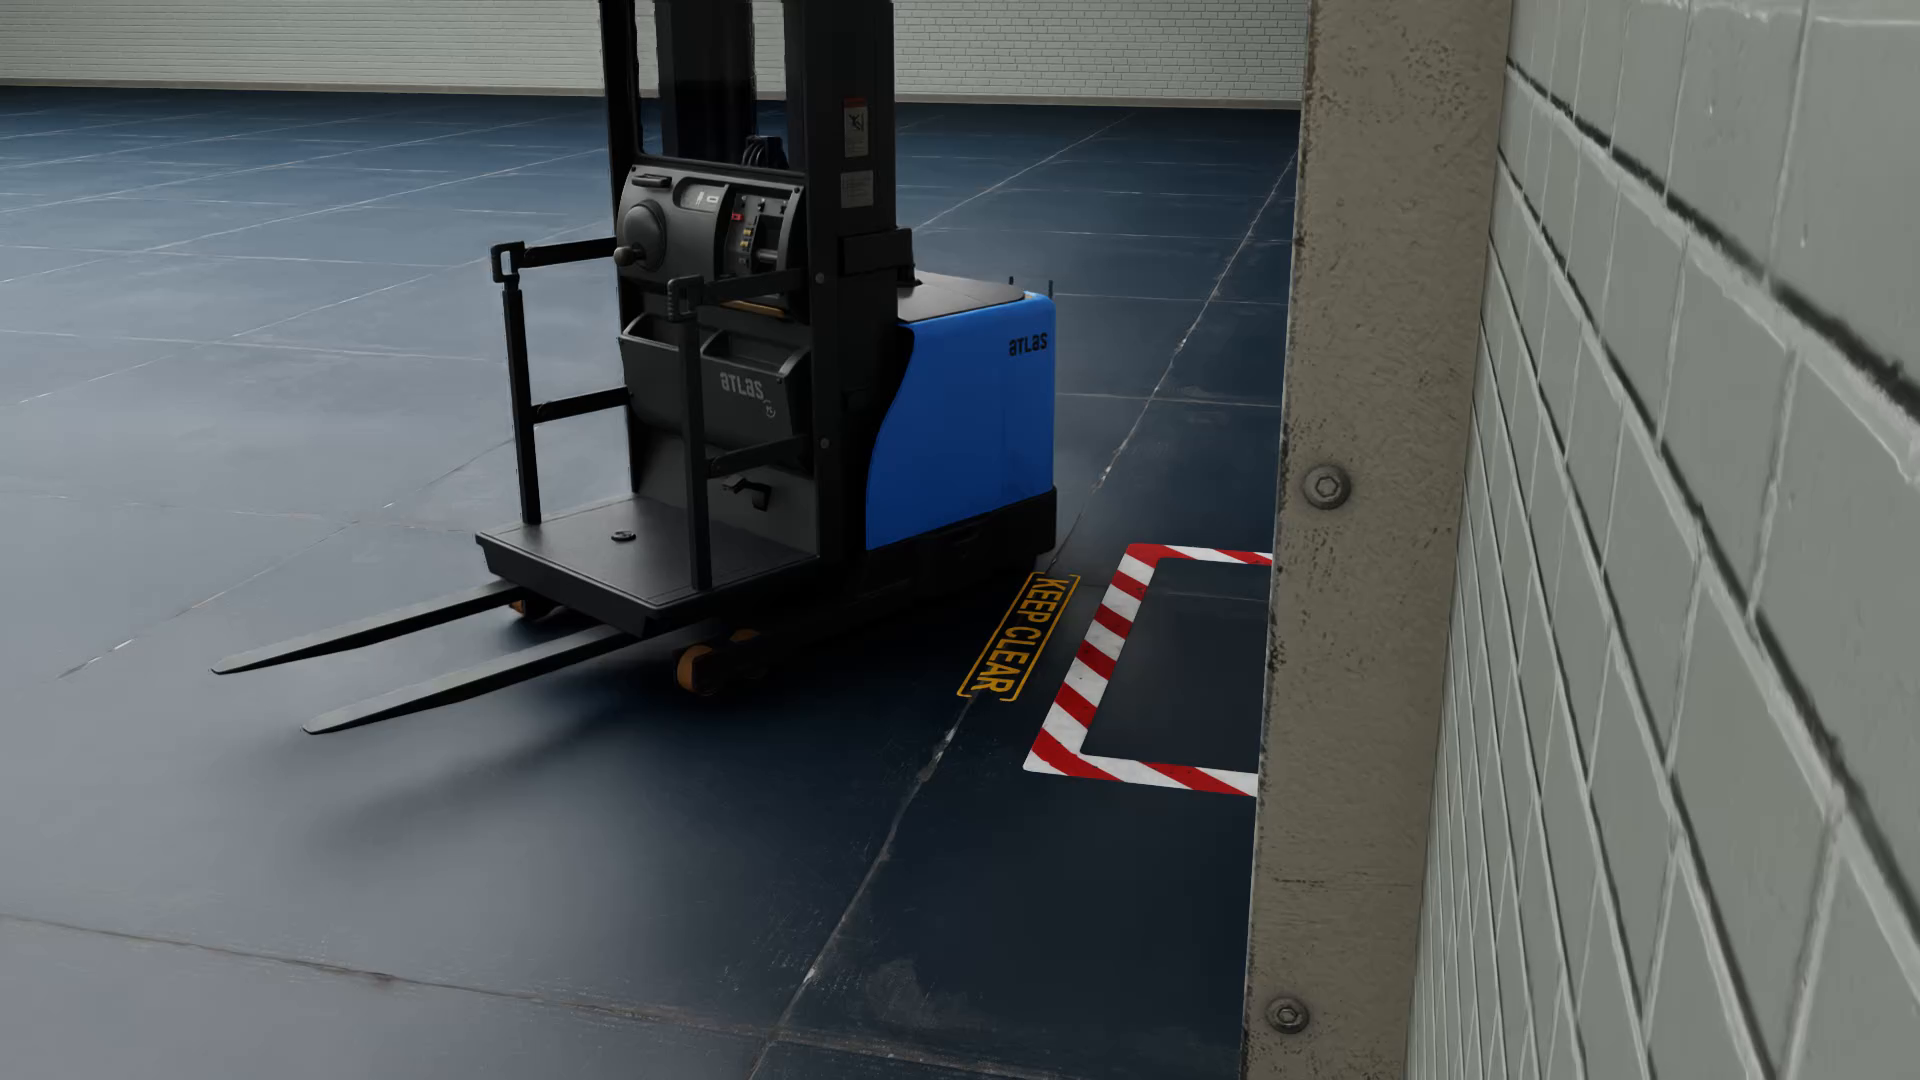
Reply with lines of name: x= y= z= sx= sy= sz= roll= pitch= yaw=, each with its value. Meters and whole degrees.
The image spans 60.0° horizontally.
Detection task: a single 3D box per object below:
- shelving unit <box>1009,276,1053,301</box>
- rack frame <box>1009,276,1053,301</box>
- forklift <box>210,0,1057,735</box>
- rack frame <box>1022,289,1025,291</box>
shelving unit: x=0.228 y=-0.540 z=6.868 sx=0.215 sy=1.050 sz=0.252 roll=11 pitch=22 yaw=29
rack frame: x=0.290 y=-0.574 z=6.967 sx=0.200 sy=1.050 sz=0.008 roll=11 pitch=22 yaw=29
forklift: x=-1.002 y=-1.063 z=5.490 sx=1.130 sy=2.935 sz=3.031 roll=17 pitch=25 yaw=41
rack frame: x=0.166 y=-0.506 z=6.768 sx=0.200 sy=1.050 sz=0.008 roll=11 pitch=22 yaw=29
